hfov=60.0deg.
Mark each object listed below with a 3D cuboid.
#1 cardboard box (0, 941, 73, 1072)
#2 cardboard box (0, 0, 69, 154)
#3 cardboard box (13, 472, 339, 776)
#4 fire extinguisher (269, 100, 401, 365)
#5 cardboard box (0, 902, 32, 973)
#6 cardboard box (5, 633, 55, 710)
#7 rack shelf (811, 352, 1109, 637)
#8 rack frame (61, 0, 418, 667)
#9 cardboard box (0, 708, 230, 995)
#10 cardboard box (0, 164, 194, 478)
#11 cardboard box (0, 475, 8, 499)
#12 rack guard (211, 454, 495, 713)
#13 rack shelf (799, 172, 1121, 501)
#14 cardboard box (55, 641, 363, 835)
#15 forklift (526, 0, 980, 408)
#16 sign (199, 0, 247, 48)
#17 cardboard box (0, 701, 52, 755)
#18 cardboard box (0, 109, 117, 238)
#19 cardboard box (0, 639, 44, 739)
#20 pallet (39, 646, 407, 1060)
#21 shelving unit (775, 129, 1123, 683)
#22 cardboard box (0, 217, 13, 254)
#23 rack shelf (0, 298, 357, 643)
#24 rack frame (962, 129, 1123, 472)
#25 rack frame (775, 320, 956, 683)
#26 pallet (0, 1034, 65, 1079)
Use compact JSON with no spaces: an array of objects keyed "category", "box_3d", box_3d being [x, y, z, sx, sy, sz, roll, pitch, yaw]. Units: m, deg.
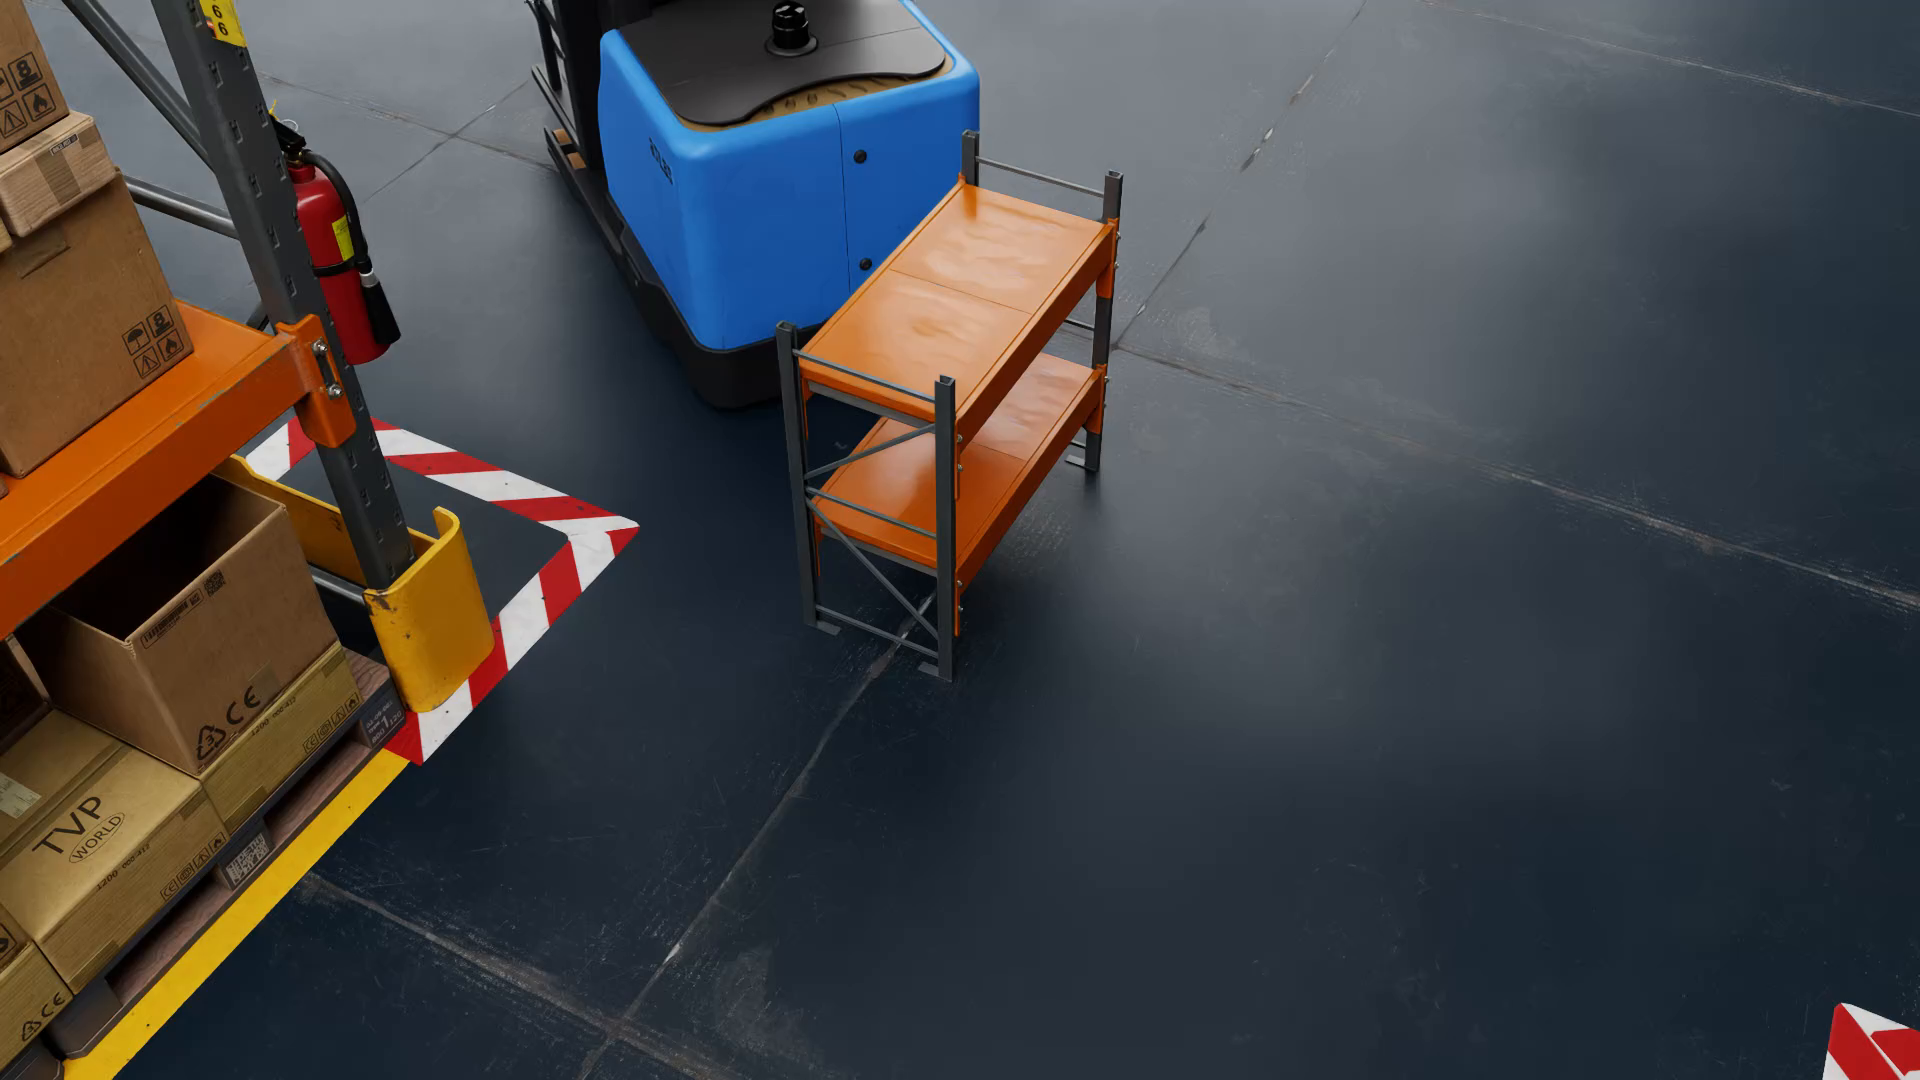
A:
[{"category":"cardboard box","box_3d":[-2.406,1.060,3.731,0.500,0.250,0.500,20,49,19]},{"category":"cardboard box","box_3d":[-2.220,-0.997,3.144,0.700,0.500,0.500,21,49,19]},{"category":"cardboard box","box_3d":[-1.952,0.163,4.091,0.500,0.500,0.500,20,49,19]},{"category":"fire extinguisher","box_3d":[-1.501,-0.723,3.910,0.296,0.674,0.183,20,49,19]},{"category":"cardboard box","box_3d":[-2.404,0.798,3.463,0.500,0.500,0.500,20,49,19]},{"category":"cardboard box","box_3d":[-2.413,0.255,4.527,0.500,0.250,0.500,20,49,19]},{"category":"rack shelf","box_3d":[-0.003,-0.219,5.020,0.538,0.278,1.000,20,49,19]},{"category":"rack frame","box_3d":[-1.967,-0.829,3.960,1.000,3.000,0.127,20,49,19]},{"category":"cardboard box","box_3d":[-2.176,0.745,4.043,0.500,0.250,0.500,20,49,19]},{"category":"cardboard box","box_3d":[-2.195,-0.574,3.638,0.700,0.500,0.500,20,49,19]},{"category":"cardboard box","box_3d":[-2.435,-0.241,3.309,0.700,0.500,0.500,22,49,20]},{"category":"rack guard","box_3d":[-1.956,0.035,4.864,1.175,0.500,0.348,20,49,19]},{"category":"rack shelf","box_3d":[-0.003,-0.597,4.638,0.538,0.278,1.000,20,49,19]},{"category":"cardboard box","box_3d":[-1.954,0.426,4.358,0.500,0.250,0.500,20,49,19]},{"category":"forklift","box_3d":[-1.015,-2.528,5.687,1.130,2.935,3.031,-19,48,-18]},{"category":"sign","box_3d":[-1.493,-1.131,3.278,0.100,0.325,0.005,20,49,19]},{"category":"cardboard box","box_3d":[-2.642,0.571,4.215,0.500,0.250,0.500,20,49,19]},{"category":"cardboard box","box_3d":[-1.976,-0.788,3.394,0.380,0.149,0.250,20,49,18]},{"category":"cardboard box","box_3d":[-2.643,0.307,3.949,0.500,0.500,0.500,20,49,19]},{"category":"pallet","box_3d":[-2.285,0.647,4.462,1.003,0.211,1.213,20,49,19]},{"category":"shelving unit","box_3d":[-0.003,-0.391,4.846,0.538,1.125,1.048,20,49,19]},{"category":"cardboard box","box_3d":[-2.096,-0.623,3.230,0.380,0.149,0.250,22,49,20]},{"category":"rack shelf","box_3d":[-2.895,0.684,2.971,1.077,0.370,4.000,20,49,19]},{"category":"rack frame","box_3d":[0.233,-0.711,5.162,0.500,1.125,0.032,20,49,19]},{"category":"rack frame","box_3d":[-0.239,-0.071,4.529,0.500,1.125,0.032,20,49,19]},{"category":"pallet","box_3d":[-2.852,1.413,3.705,1.003,0.211,1.213,20,49,19]}]
